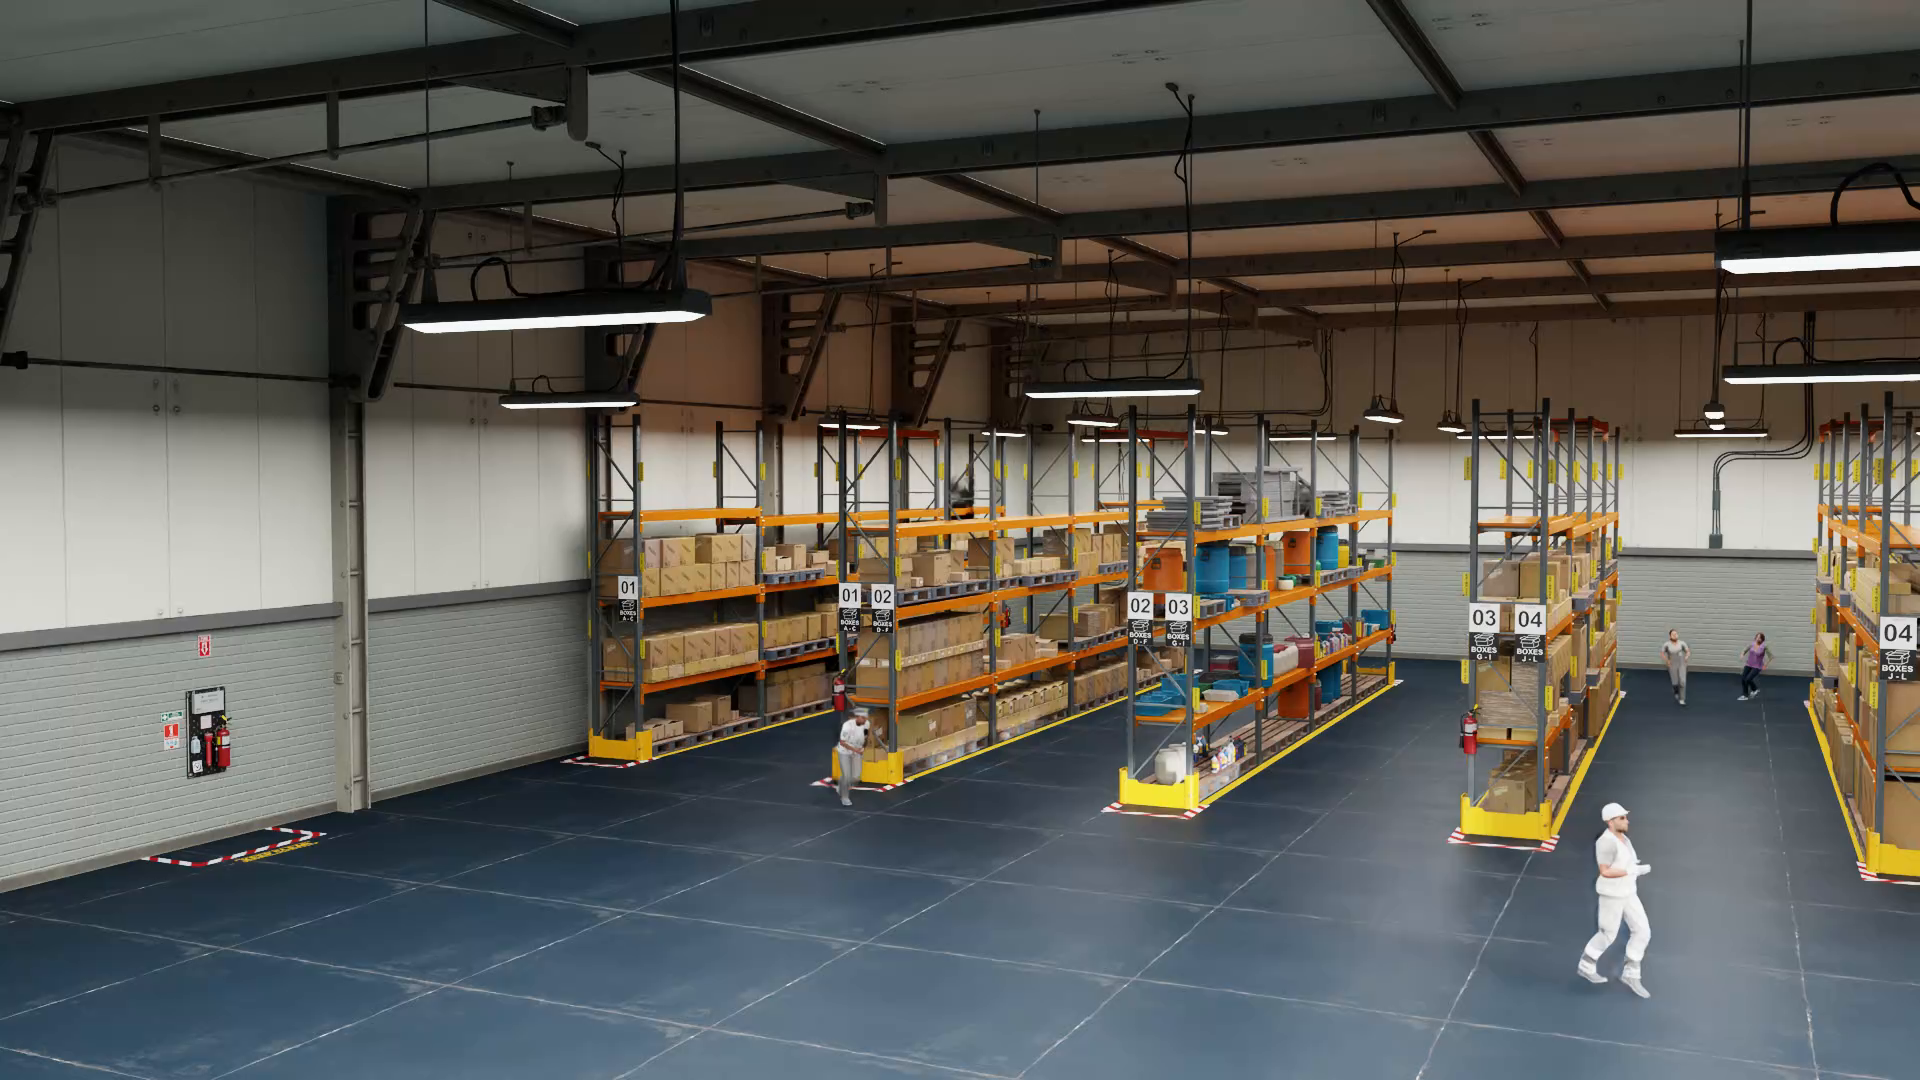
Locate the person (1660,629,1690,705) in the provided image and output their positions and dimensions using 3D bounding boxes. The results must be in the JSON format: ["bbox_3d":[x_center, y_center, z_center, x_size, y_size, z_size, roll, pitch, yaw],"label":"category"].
[{"bbox_3d":[15.408,2.727,35.809,0.587,1.607,0.605,1,2,15],"label":"person"}]

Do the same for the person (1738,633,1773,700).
[{"bbox_3d":[17.242,2.764,36.179,0.545,1.515,0.639,-1,3,-31],"label":"person"}]

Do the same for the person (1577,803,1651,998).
[{"bbox_3d":[6.306,3.443,15.950,0.632,1.835,0.736,-2,3,-41],"label":"person"}]

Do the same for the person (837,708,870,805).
[{"bbox_3d":[-1.567,3.235,24.970,0.588,1.506,0.772,-2,3,-35],"label":"person"}]
